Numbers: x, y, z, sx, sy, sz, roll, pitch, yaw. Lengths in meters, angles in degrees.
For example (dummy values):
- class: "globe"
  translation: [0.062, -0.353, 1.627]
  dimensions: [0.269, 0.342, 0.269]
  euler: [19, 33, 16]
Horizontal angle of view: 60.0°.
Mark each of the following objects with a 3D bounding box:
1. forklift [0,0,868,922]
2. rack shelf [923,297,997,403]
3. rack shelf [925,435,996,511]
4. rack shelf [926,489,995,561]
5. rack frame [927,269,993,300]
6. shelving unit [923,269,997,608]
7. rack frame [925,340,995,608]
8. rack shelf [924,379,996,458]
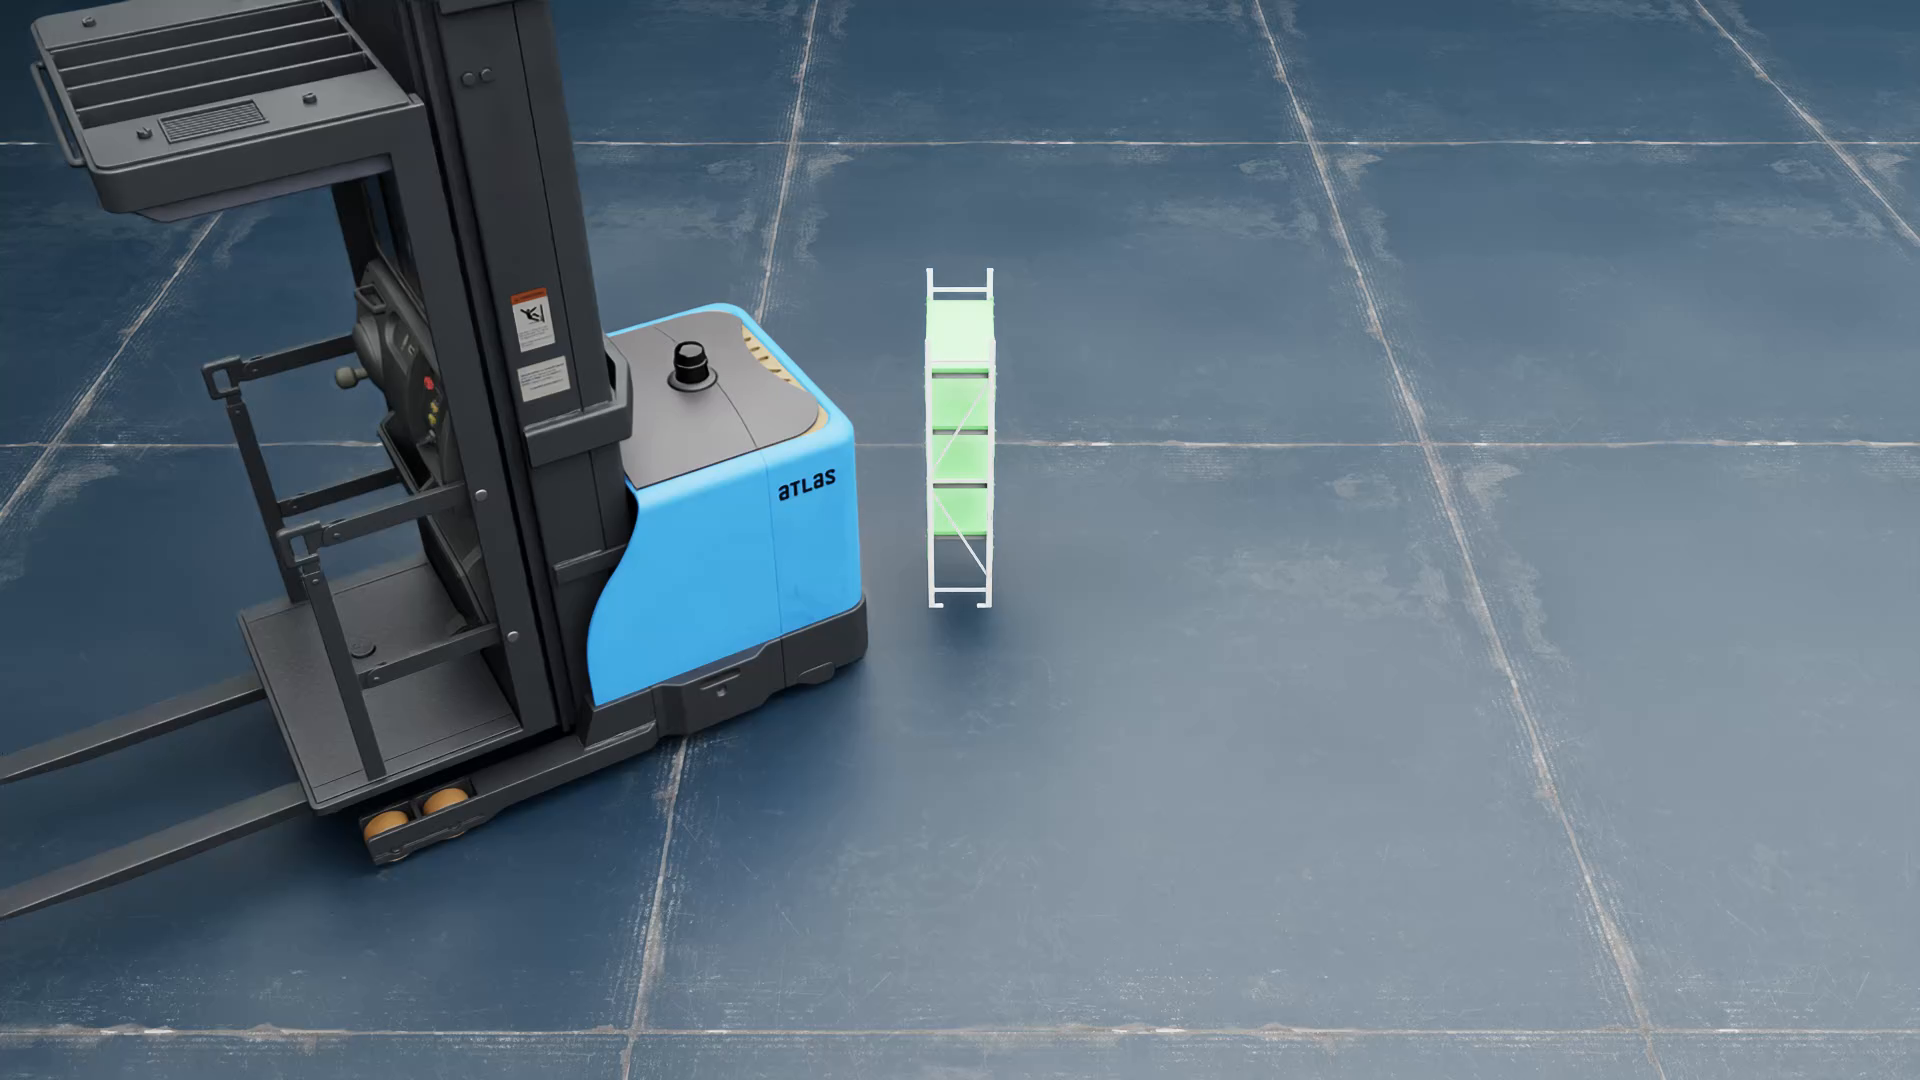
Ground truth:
- class: "forklift"
  translation: [-1.869, -0.472, 4.995]
  dimensions: [3.031, 2.935, 1.130]
  euler: [-21, 43, -24]
- class: "rack shelf"
  translation: [0.000, -0.689, 5.985]
  dimensions: [0.258, 0.148, 0.480]
  euler: [0, 39, 0]
- class: "rack shelf"
  translation: [0.000, -0.315, 6.286]
  dimensions: [0.258, 0.148, 0.480]
  euler: [0, 39, 0]
- class: "rack shelf"
  translation: [0.000, -0.128, 6.436]
  dimensions: [0.258, 0.148, 0.480]
  euler: [0, 39, 0]
- class: "rack frame"
  translation: [0.000, -0.517, 6.436]
  dimensions: [0.240, 1.200, 0.015]
  euler: [0, 39, 0]
- class: "shelving unit"
  translation: [0.000, -0.365, 6.246]
  dimensions: [0.258, 1.200, 0.503]
  euler: [0, 39, 0]
- class: "rack frame"
  translation: [0.000, -0.212, 6.055]
  dimensions: [0.240, 1.200, 0.015]
  euler: [0, 39, 0]
- class: "rack shelf"
  translation: [0.000, -0.502, 6.135]
  dimensions: [0.258, 0.148, 0.480]
  euler: [0, 39, 0]
